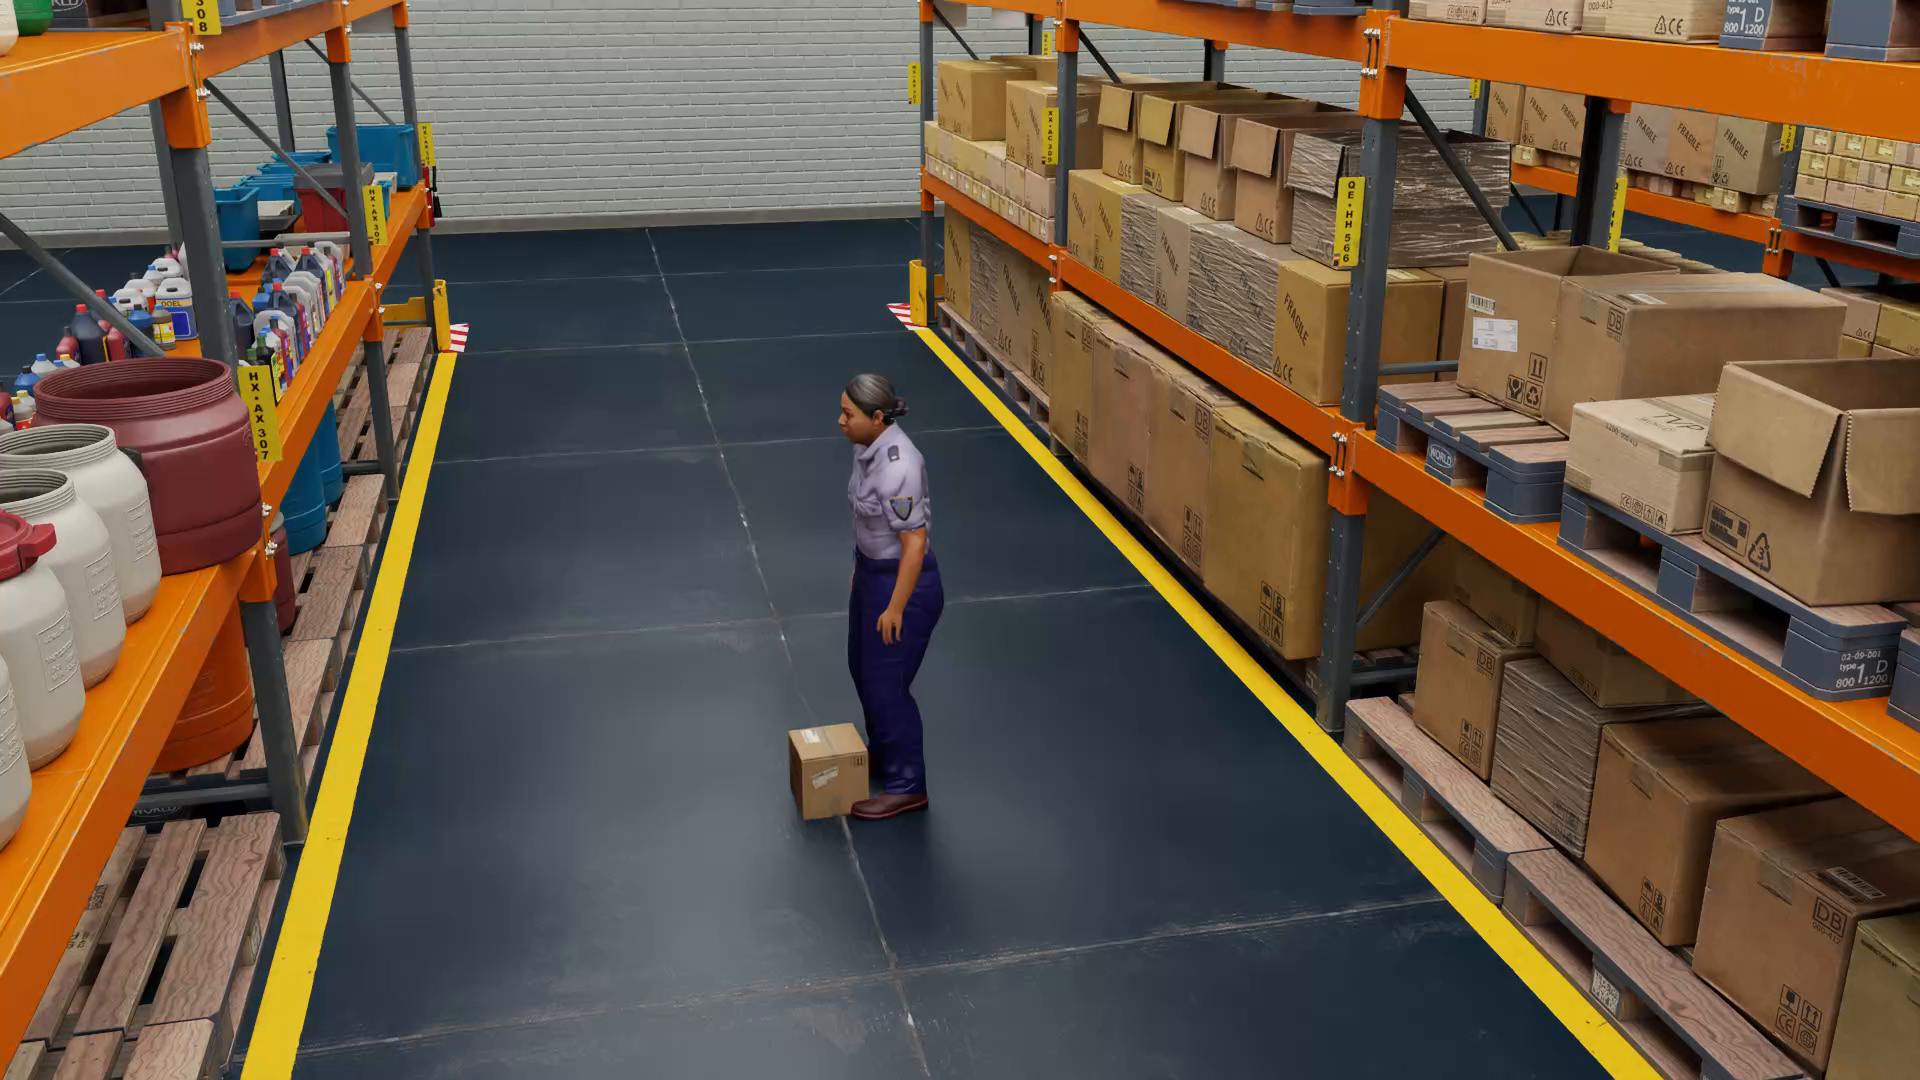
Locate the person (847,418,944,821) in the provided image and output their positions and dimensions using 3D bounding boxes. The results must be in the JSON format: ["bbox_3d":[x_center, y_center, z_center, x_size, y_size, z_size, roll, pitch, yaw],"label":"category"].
[{"bbox_3d":[-0.266,0.265,6.103,0.370,1.476,0.533,-5,20,-14],"label":"person"}]
